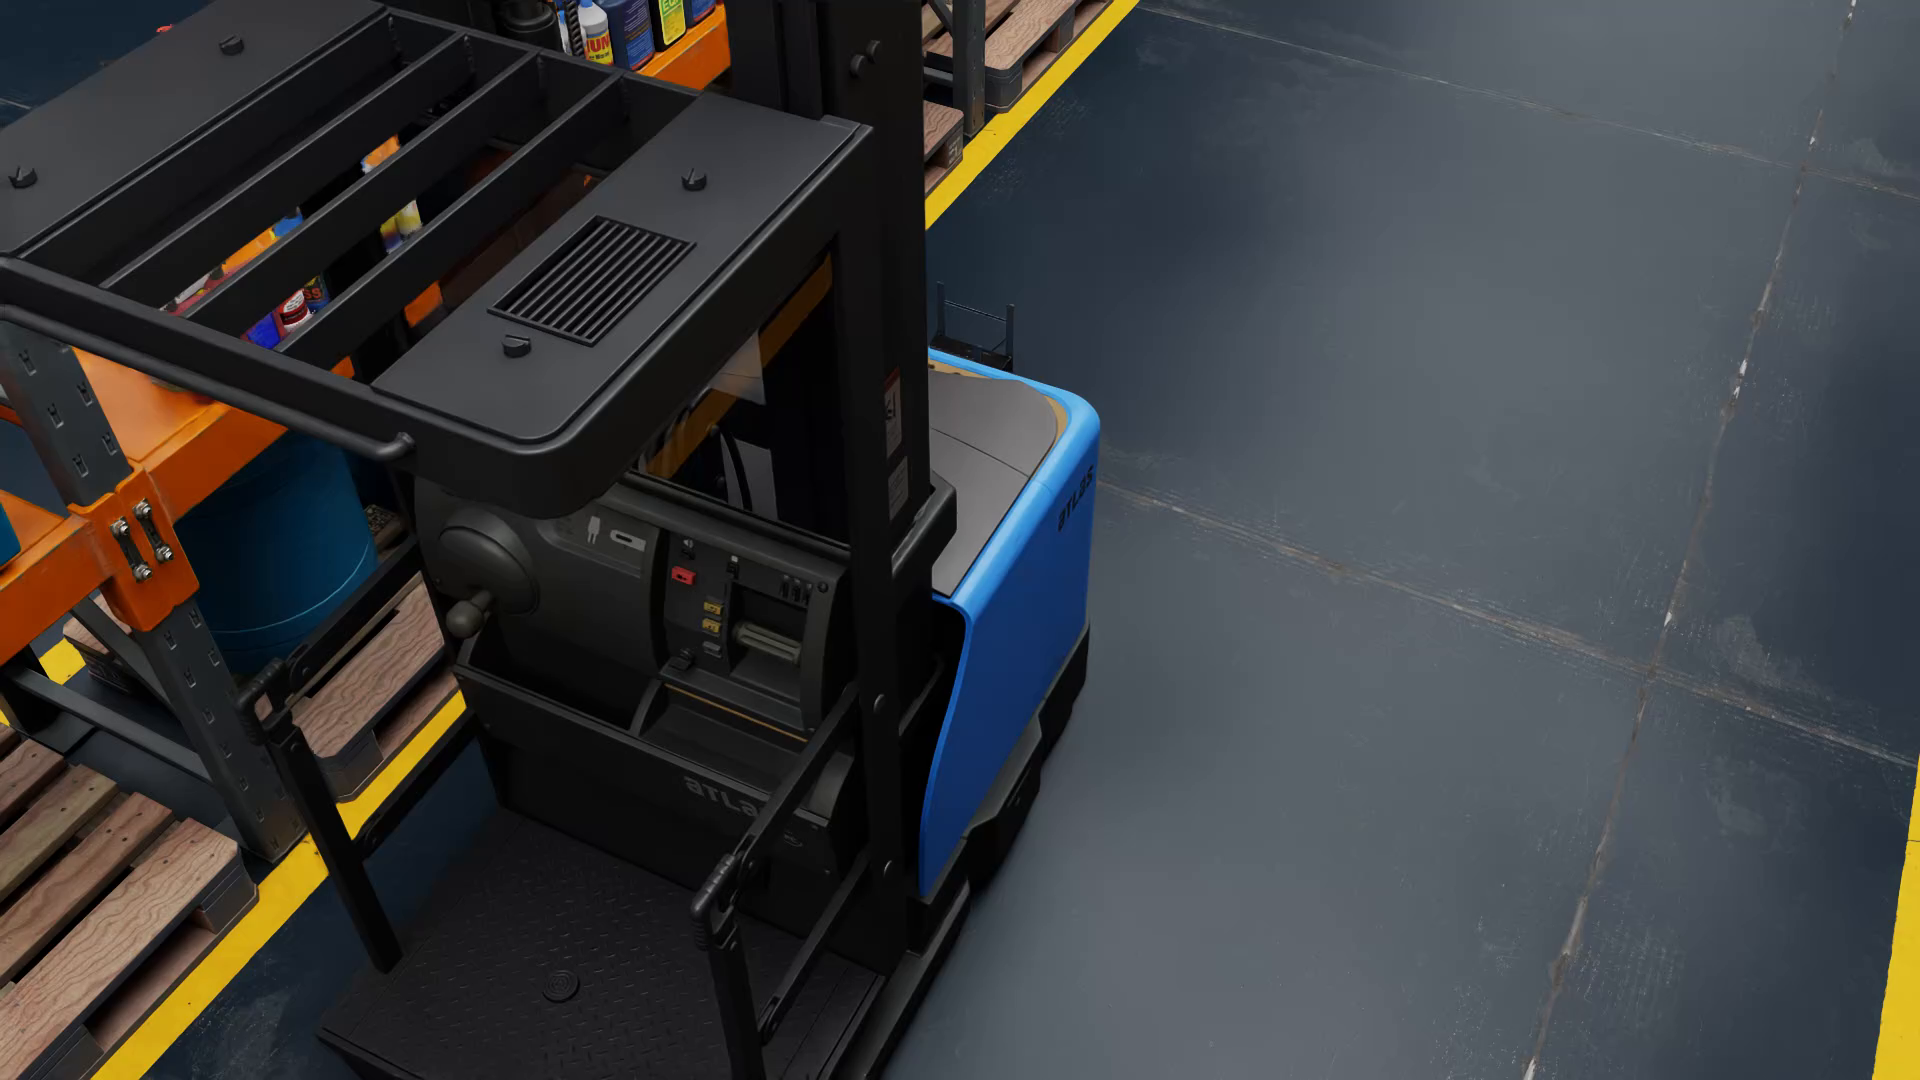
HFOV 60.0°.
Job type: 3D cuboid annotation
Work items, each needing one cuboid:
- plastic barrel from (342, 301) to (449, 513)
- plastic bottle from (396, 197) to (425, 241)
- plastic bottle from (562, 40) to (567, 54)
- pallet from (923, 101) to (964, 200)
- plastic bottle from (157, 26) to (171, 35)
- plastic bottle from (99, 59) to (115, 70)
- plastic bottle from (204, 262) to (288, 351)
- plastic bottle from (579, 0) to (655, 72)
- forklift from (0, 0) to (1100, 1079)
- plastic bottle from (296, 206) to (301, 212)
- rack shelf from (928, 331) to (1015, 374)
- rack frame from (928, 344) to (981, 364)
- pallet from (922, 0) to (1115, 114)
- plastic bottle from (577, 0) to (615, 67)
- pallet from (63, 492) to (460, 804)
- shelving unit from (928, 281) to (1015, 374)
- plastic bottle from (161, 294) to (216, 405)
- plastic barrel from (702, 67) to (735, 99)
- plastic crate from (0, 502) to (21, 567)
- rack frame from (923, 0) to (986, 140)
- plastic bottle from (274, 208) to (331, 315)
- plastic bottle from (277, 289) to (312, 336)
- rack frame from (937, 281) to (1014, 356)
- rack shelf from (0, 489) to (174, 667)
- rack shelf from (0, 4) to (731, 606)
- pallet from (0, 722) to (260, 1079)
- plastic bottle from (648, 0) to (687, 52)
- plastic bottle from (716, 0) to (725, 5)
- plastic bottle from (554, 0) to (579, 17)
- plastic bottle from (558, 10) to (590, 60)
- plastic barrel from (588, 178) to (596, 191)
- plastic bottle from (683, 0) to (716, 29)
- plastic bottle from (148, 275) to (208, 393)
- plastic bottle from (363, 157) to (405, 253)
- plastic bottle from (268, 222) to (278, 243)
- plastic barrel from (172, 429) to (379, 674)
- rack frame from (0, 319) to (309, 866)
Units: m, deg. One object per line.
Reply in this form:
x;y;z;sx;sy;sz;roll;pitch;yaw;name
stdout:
-1.628;-0.589;4.903;0.600;0.901;0.708;20;49;19;plastic barrel
-1.379;-0.847;4.118;0.097;0.201;0.097;0;45;0;plastic bottle
-1.135;-1.247;4.461;0.152;0.276;0.135;20;49;19;plastic bottle
-0.697;-1.425;6.510;1.003;0.211;1.213;20;49;19;pallet
-2.002;-1.182;4.344;0.144;0.351;0.185;20;49;19;plastic bottle
-2.088;-1.065;4.229;0.144;0.351;0.185;20;49;19;plastic bottle
-1.614;-0.529;3.746;0.061;0.283;0.133;20;49;19;plastic bottle
-0.967;-1.496;4.654;0.144;0.351;0.185;20;49;19;plastic bottle
-0.741;0.172;3.020;1.130;2.935;3.031;19;48;18;forklift
-1.502;-0.748;3.968;0.152;0.276;0.135;20;49;19;plastic bottle
-0.004;-0.478;4.757;0.258;0.077;0.200;20;49;19;rack shelf
-0.051;-0.247;4.862;0.240;0.900;0.006;20;49;19;rack frame
0.026;-2.411;7.484;1.003;0.211;1.213;20;49;19;pallet
-1.011;-1.371;4.586;0.097;0.271;0.097;0;45;0;plastic bottle
-1.829;0.112;4.991;1.003;0.211;1.213;20;49;19;pallet
-0.004;-0.311;4.925;0.258;0.900;0.210;20;49;19;shelving unit
-1.676;-0.445;3.663;0.061;0.283;0.133;20;49;19;plastic bottle
-0.763;-1.490;6.067;0.421;0.512;0.421;0;45;0;plastic barrel
-2.139;-0.004;3.114;0.392;0.384;0.575;20;49;19;plastic crate
-0.368;-2.916;6.023;1.000;3.000;0.127;20;49;19;rack frame
-1.532;-0.665;3.888;0.097;0.271;0.097;0;45;0;plastic bottle
-1.577;-0.579;3.853;0.097;0.201;0.097;0;45;0;plastic bottle
0.043;-0.375;4.988;0.240;0.900;0.006;20;49;19;rack frame
-3.153;1.117;2.543;1.077;0.370;4.000;20;49;19;rack shelf
-1.296;-1.403;5.033;1.077;0.370;4.000;20;49;19;rack shelf
-2.531;1.061;4.053;1.003;0.211;1.213;20;49;19;pallet
-0.856;-1.558;4.763;0.061;0.283;0.133;20;49;19;plastic bottle
-0.708;-1.759;4.961;0.061;0.283;0.133;20;49;19;plastic bottle
-1.094;-1.480;4.694;0.097;0.271;0.097;0;45;0;plastic bottle
-1.056;-1.310;4.526;0.097;0.271;0.097;0;45;0;plastic bottle
-1.104;-1.190;5.718;0.600;0.588;0.708;20;49;19;plastic barrel
-0.819;-1.696;4.852;0.144;0.351;0.185;20;49;19;plastic bottle
-1.755;-0.519;3.688;0.144;0.351;0.185;20;49;19;plastic bottle
-1.424;-0.811;4.033;0.097;0.271;0.097;0;45;0;plastic bottle
-1.621;-0.752;4.024;0.097;0.201;0.097;0;45;0;plastic bottle
-1.957;-0.143;4.462;0.600;0.901;0.708;20;49;19;plastic barrel
-2.224;-0.396;3.532;1.000;3.000;0.127;20;49;19;rack frame
